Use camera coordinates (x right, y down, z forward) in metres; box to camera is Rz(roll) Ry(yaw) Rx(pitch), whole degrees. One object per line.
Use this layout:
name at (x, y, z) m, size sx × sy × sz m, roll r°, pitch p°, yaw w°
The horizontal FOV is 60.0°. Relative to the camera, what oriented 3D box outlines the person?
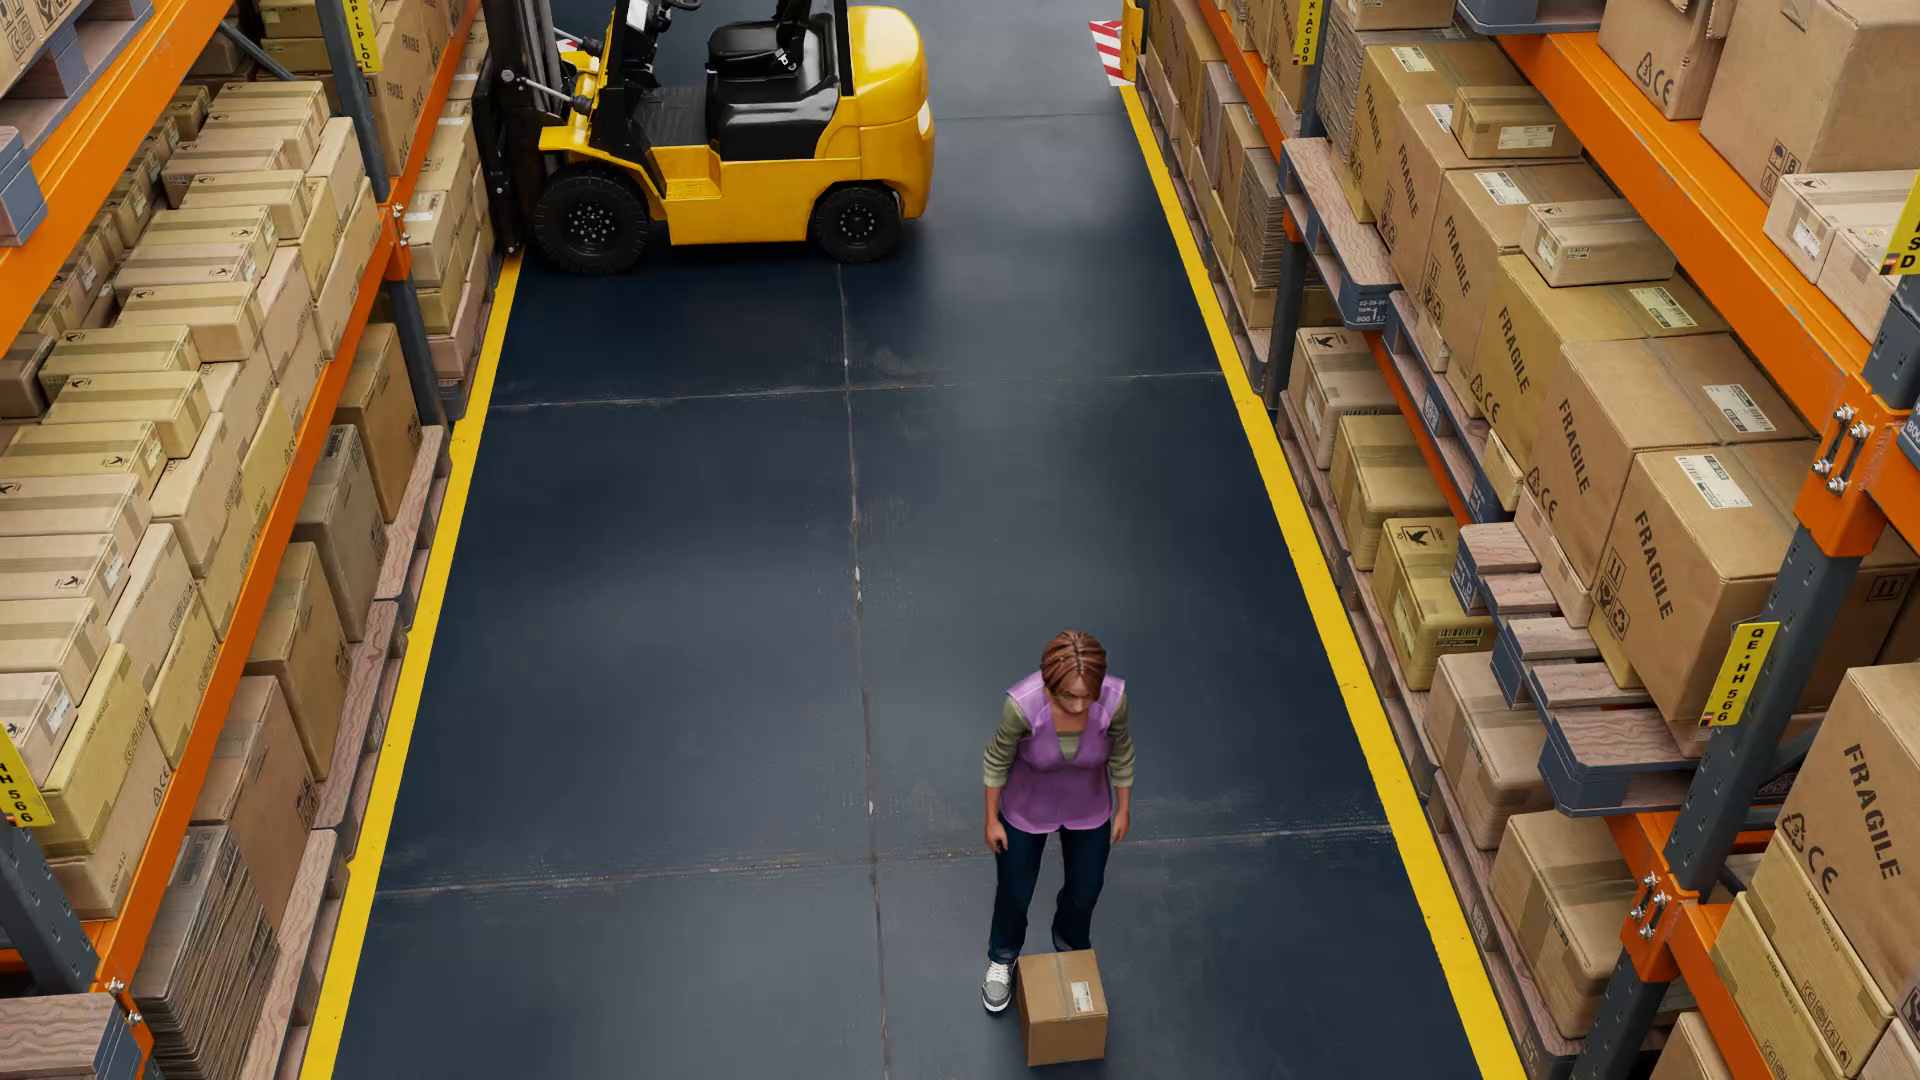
person at (0.298, 0.855, 5.132) m, size 0.466 × 1.593 × 0.366 m, roll -3°, pitch 40°, yaw -4°
